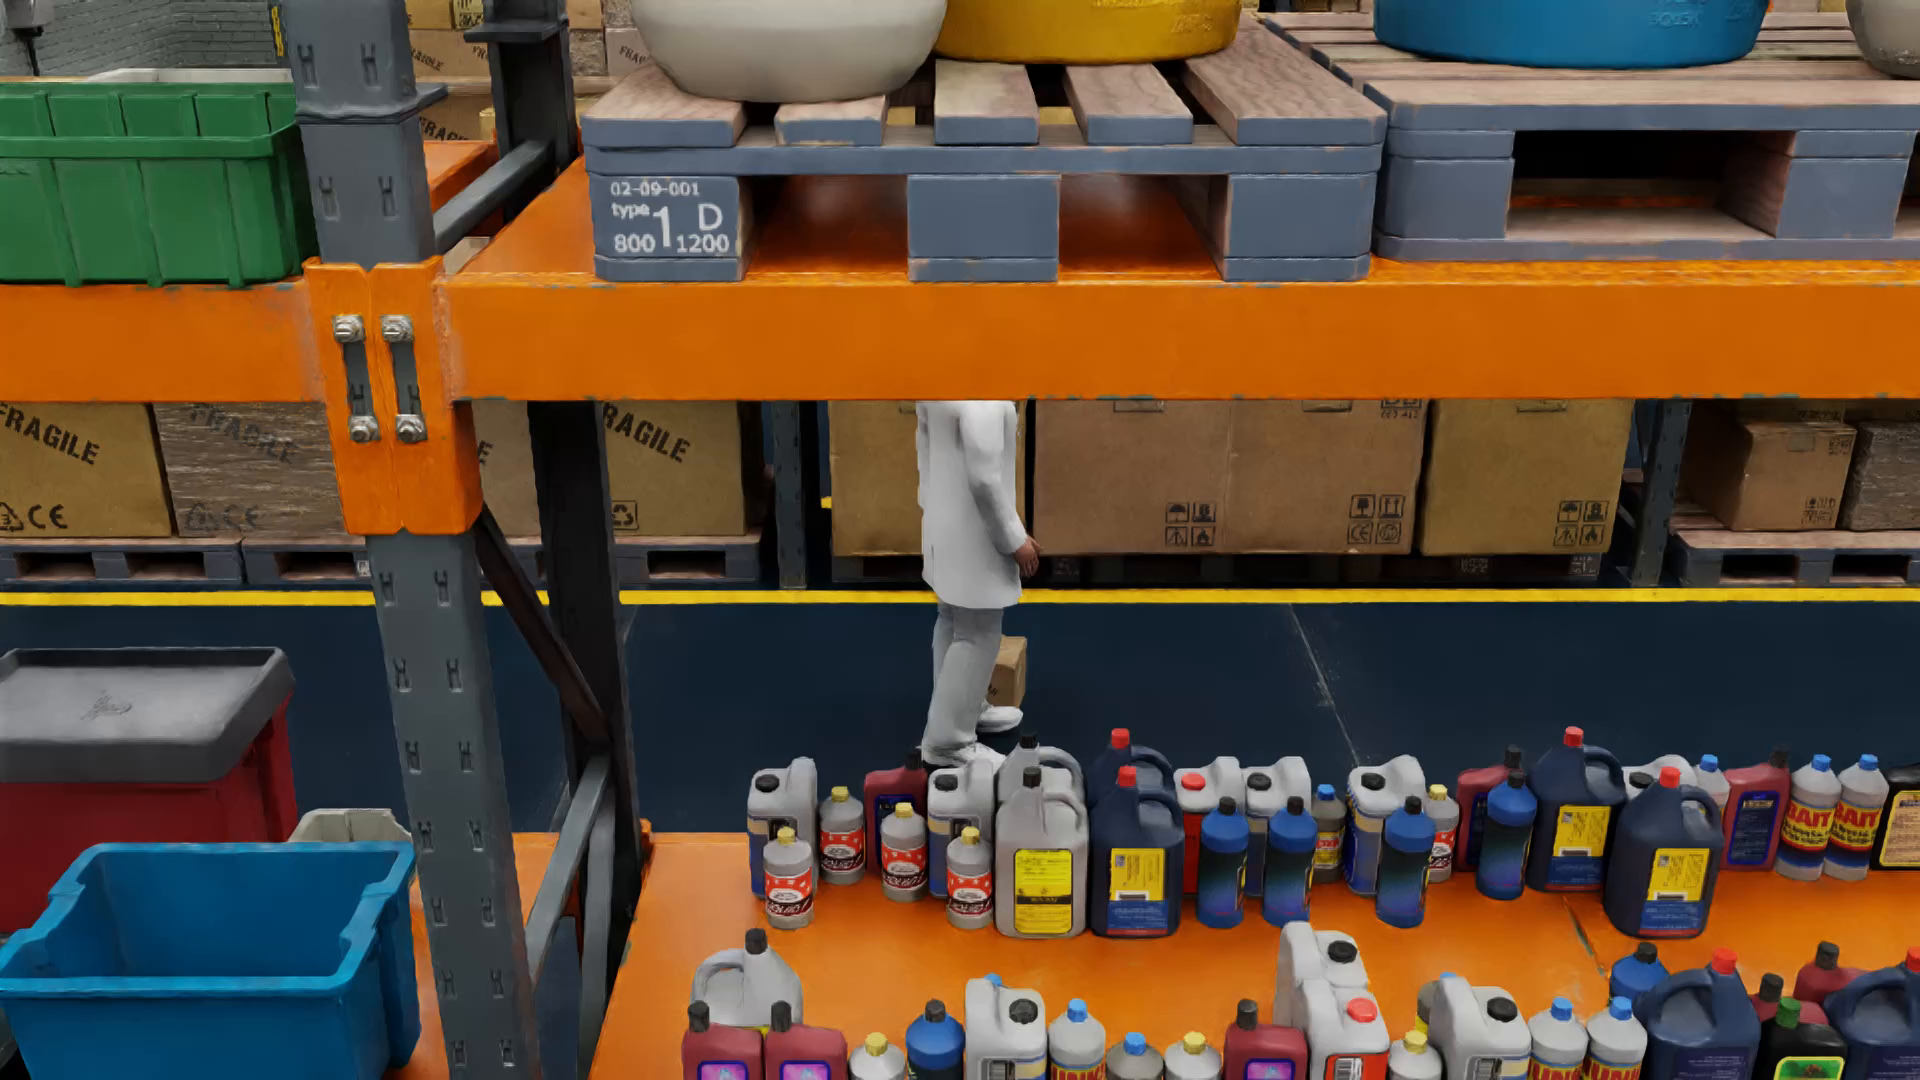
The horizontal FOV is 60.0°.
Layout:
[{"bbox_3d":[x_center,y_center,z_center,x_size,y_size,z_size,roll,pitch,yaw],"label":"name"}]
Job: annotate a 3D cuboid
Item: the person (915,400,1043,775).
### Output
[{"bbox_3d":[0.031,-0.029,6.131,0.510,1.795,0.633,-10,26,-21],"label":"person"}]
